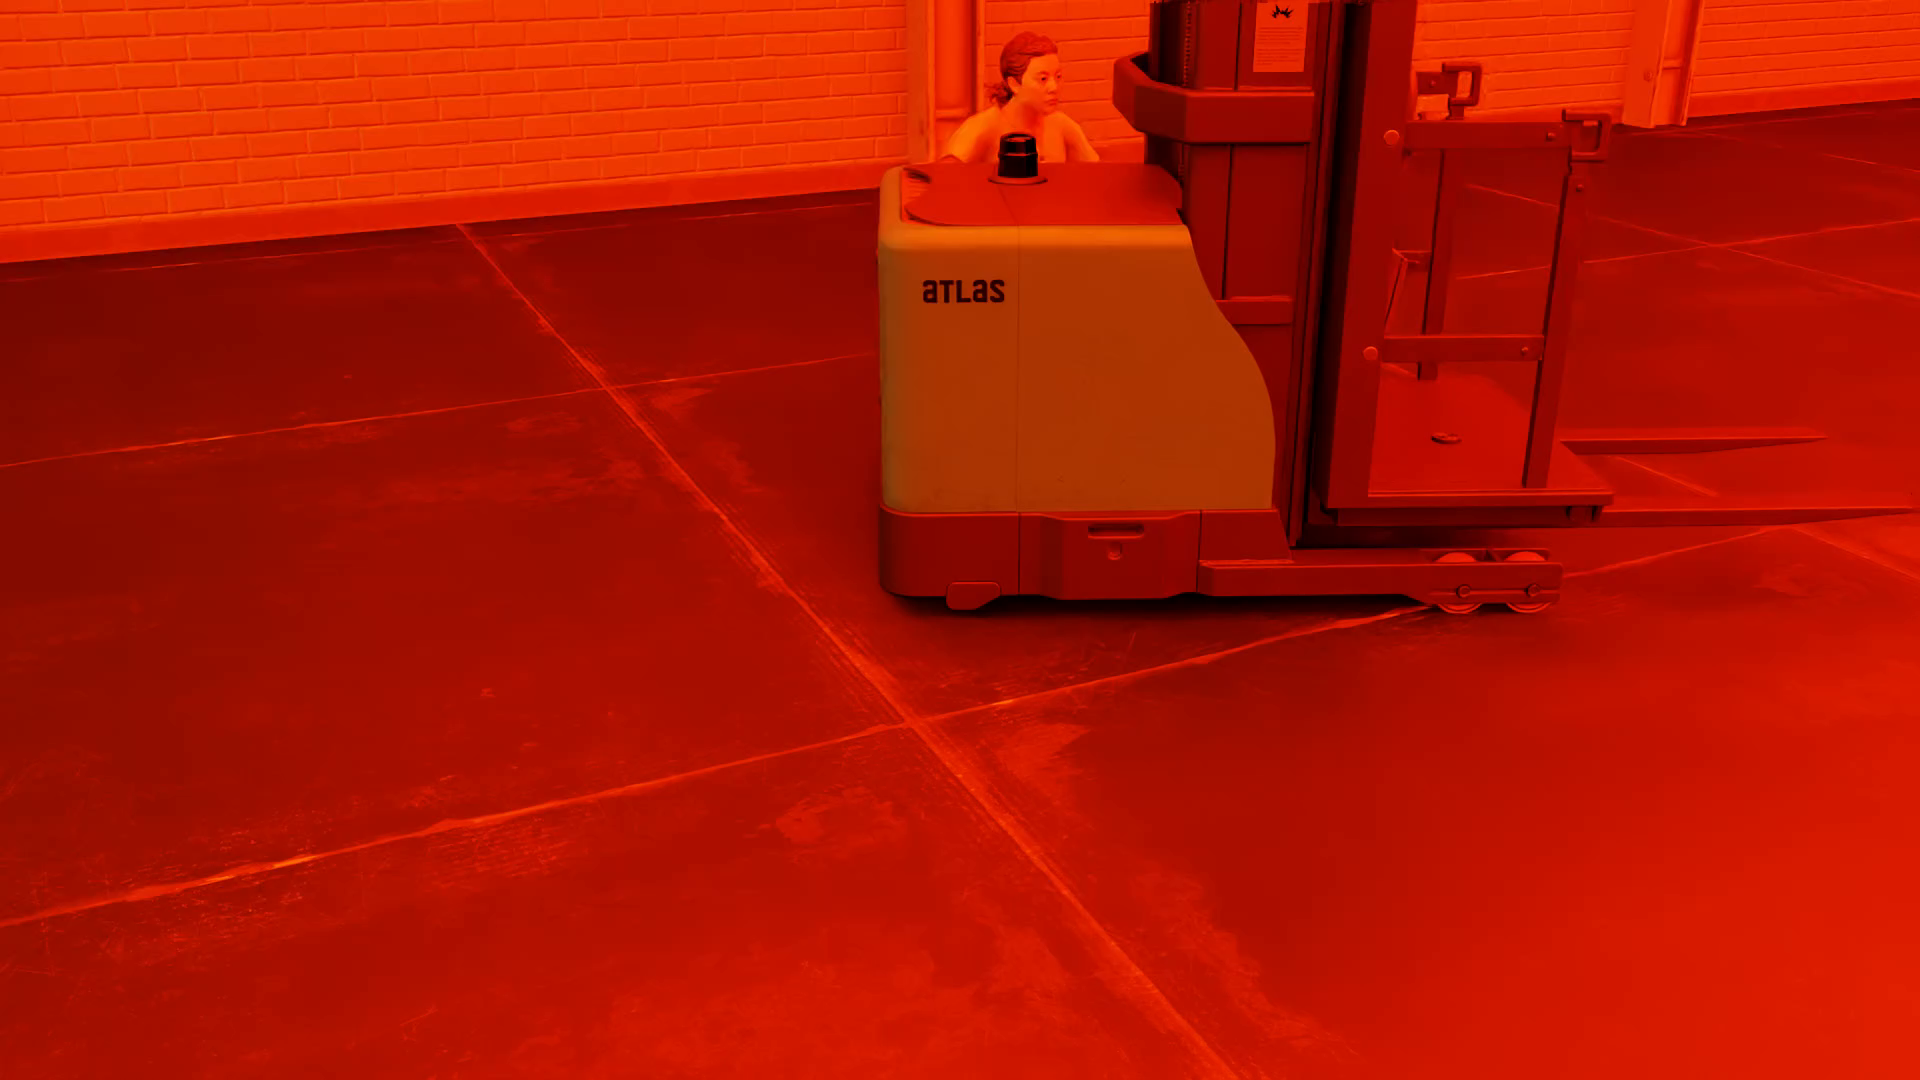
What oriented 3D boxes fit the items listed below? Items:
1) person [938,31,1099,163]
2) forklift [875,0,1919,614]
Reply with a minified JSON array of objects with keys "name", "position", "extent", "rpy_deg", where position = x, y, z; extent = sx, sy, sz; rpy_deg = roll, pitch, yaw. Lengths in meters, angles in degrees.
[{"name":"person","position":[0.343,-0.869,5.394],"extent":[0.728,1.461,0.820],"rpy_deg":[-18,29,-37]},{"name":"forklift","position":[1.276,-1.351,4.539],"extent":[3.031,2.935,1.130],"rpy_deg":[-1,23,-2]}]
